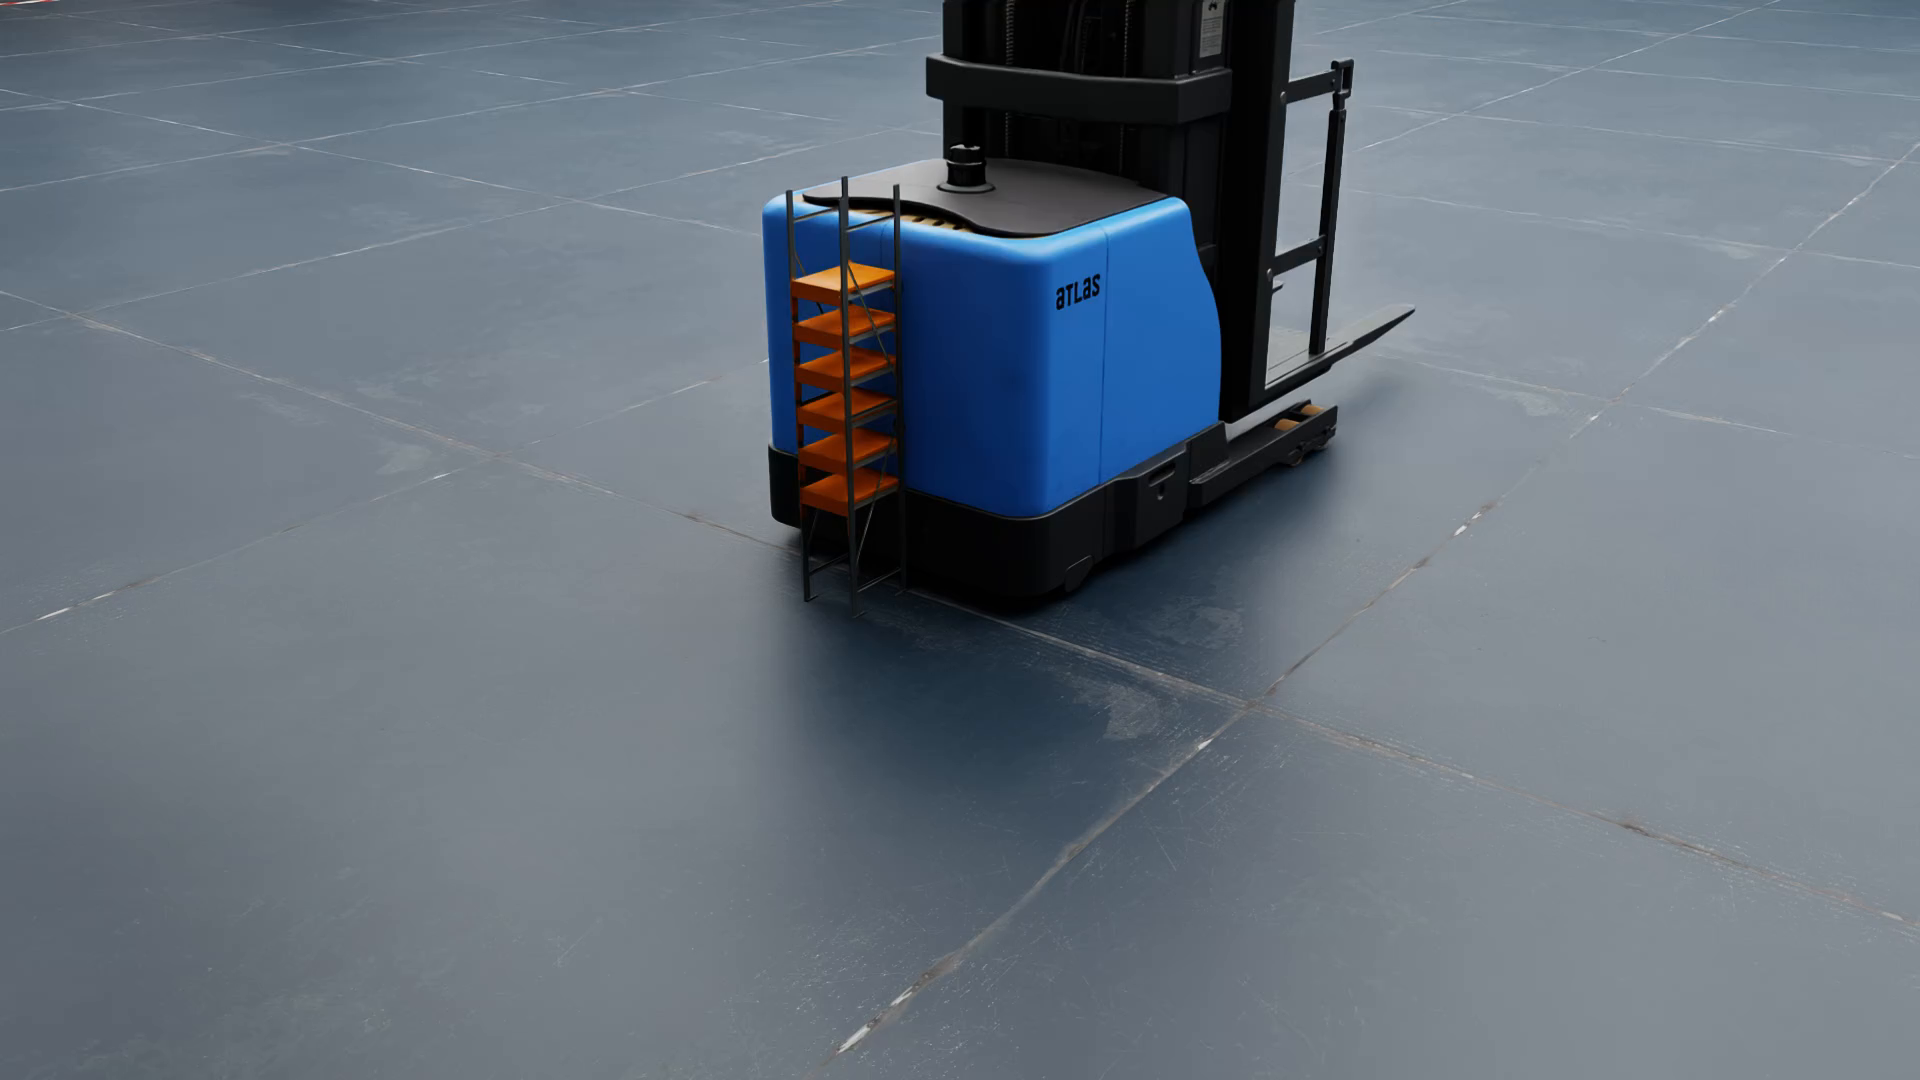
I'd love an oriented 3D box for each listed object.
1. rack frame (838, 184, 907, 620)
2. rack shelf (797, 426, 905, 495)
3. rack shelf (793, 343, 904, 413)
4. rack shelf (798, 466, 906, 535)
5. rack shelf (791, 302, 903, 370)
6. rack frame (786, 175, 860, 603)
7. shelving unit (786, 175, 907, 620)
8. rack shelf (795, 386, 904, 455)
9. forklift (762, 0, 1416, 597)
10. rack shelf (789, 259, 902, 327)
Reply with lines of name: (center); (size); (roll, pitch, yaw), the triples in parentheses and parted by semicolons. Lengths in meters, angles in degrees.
rack frame: (-0.234, -0.359, 4.576); (0.006, 1.200, 0.240); (17, 29, 34)
rack shelf: (-0.306, -0.232, 4.694); (0.180, 0.103, 0.258); (17, 29, 34)
rack shelf: (-0.307, -0.451, 4.596); (0.180, 0.103, 0.258); (17, 29, 34)
rack shelf: (-0.306, -0.122, 4.742); (0.180, 0.103, 0.258); (17, 29, 34)
rack shelf: (-0.307, -0.560, 4.547); (0.180, 0.103, 0.258); (17, 29, 34)
rack frame: (-0.379, -0.404, 4.678); (0.006, 1.200, 0.240); (17, 29, 34)
shelving unit: (-0.307, -0.382, 4.627); (0.189, 1.200, 0.258); (17, 29, 34)
rack shelf: (-0.307, -0.341, 4.645); (0.180, 0.103, 0.258); (17, 29, 34)
forklift: (0.702, -1.707, 5.489); (1.130, 2.935, 3.031); (17, 29, 34)
rack shelf: (-0.308, -0.670, 4.499); (0.180, 0.103, 0.258); (17, 29, 34)
